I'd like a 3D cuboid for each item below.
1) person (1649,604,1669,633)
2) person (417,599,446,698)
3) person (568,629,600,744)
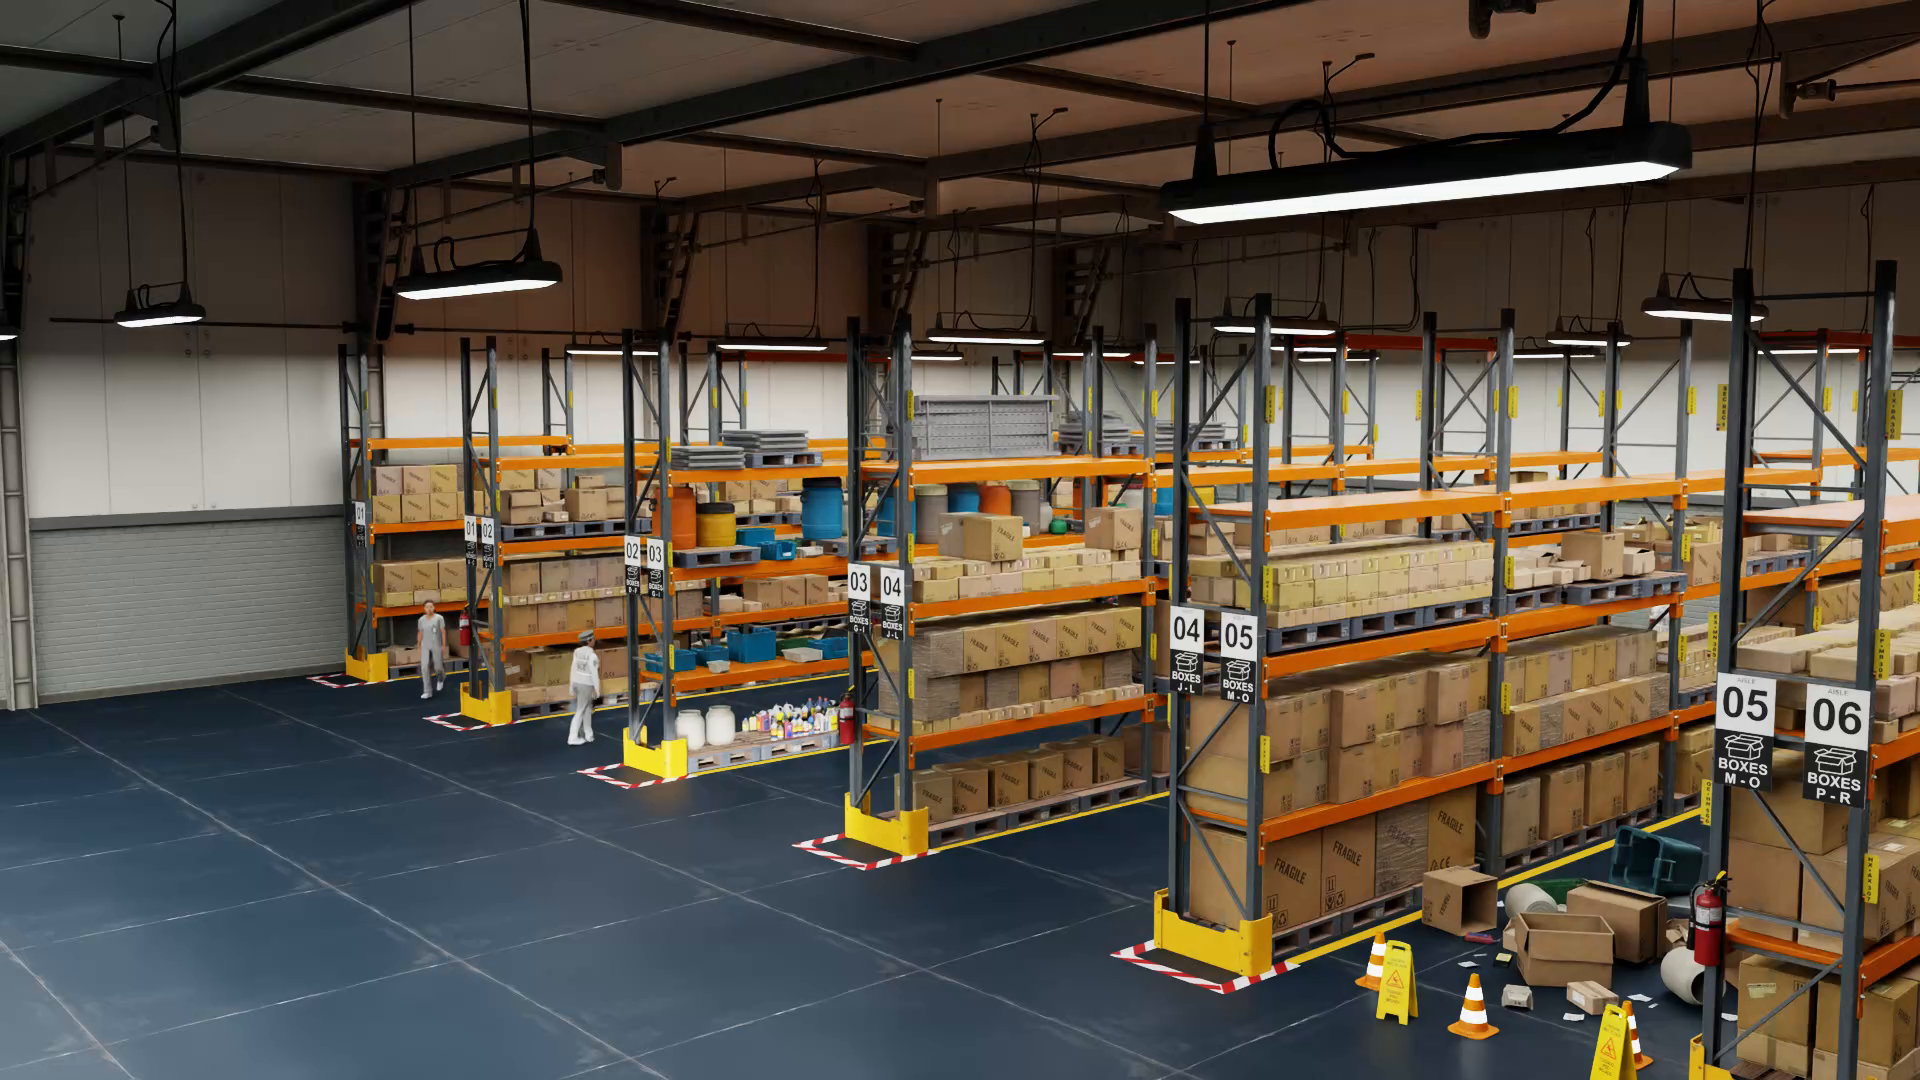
[{"bbox_3d":[12.484,1.700,29.502,0.492,1.674,0.631,-3,6,-27],"label":"person"},{"bbox_3d":[-8.909,1.812,28.075,0.470,1.644,0.752,0,5,-2],"label":"person"},{"bbox_3d":[-5.499,2.176,24.340,0.517,1.737,0.580,5,7,45],"label":"person"}]
